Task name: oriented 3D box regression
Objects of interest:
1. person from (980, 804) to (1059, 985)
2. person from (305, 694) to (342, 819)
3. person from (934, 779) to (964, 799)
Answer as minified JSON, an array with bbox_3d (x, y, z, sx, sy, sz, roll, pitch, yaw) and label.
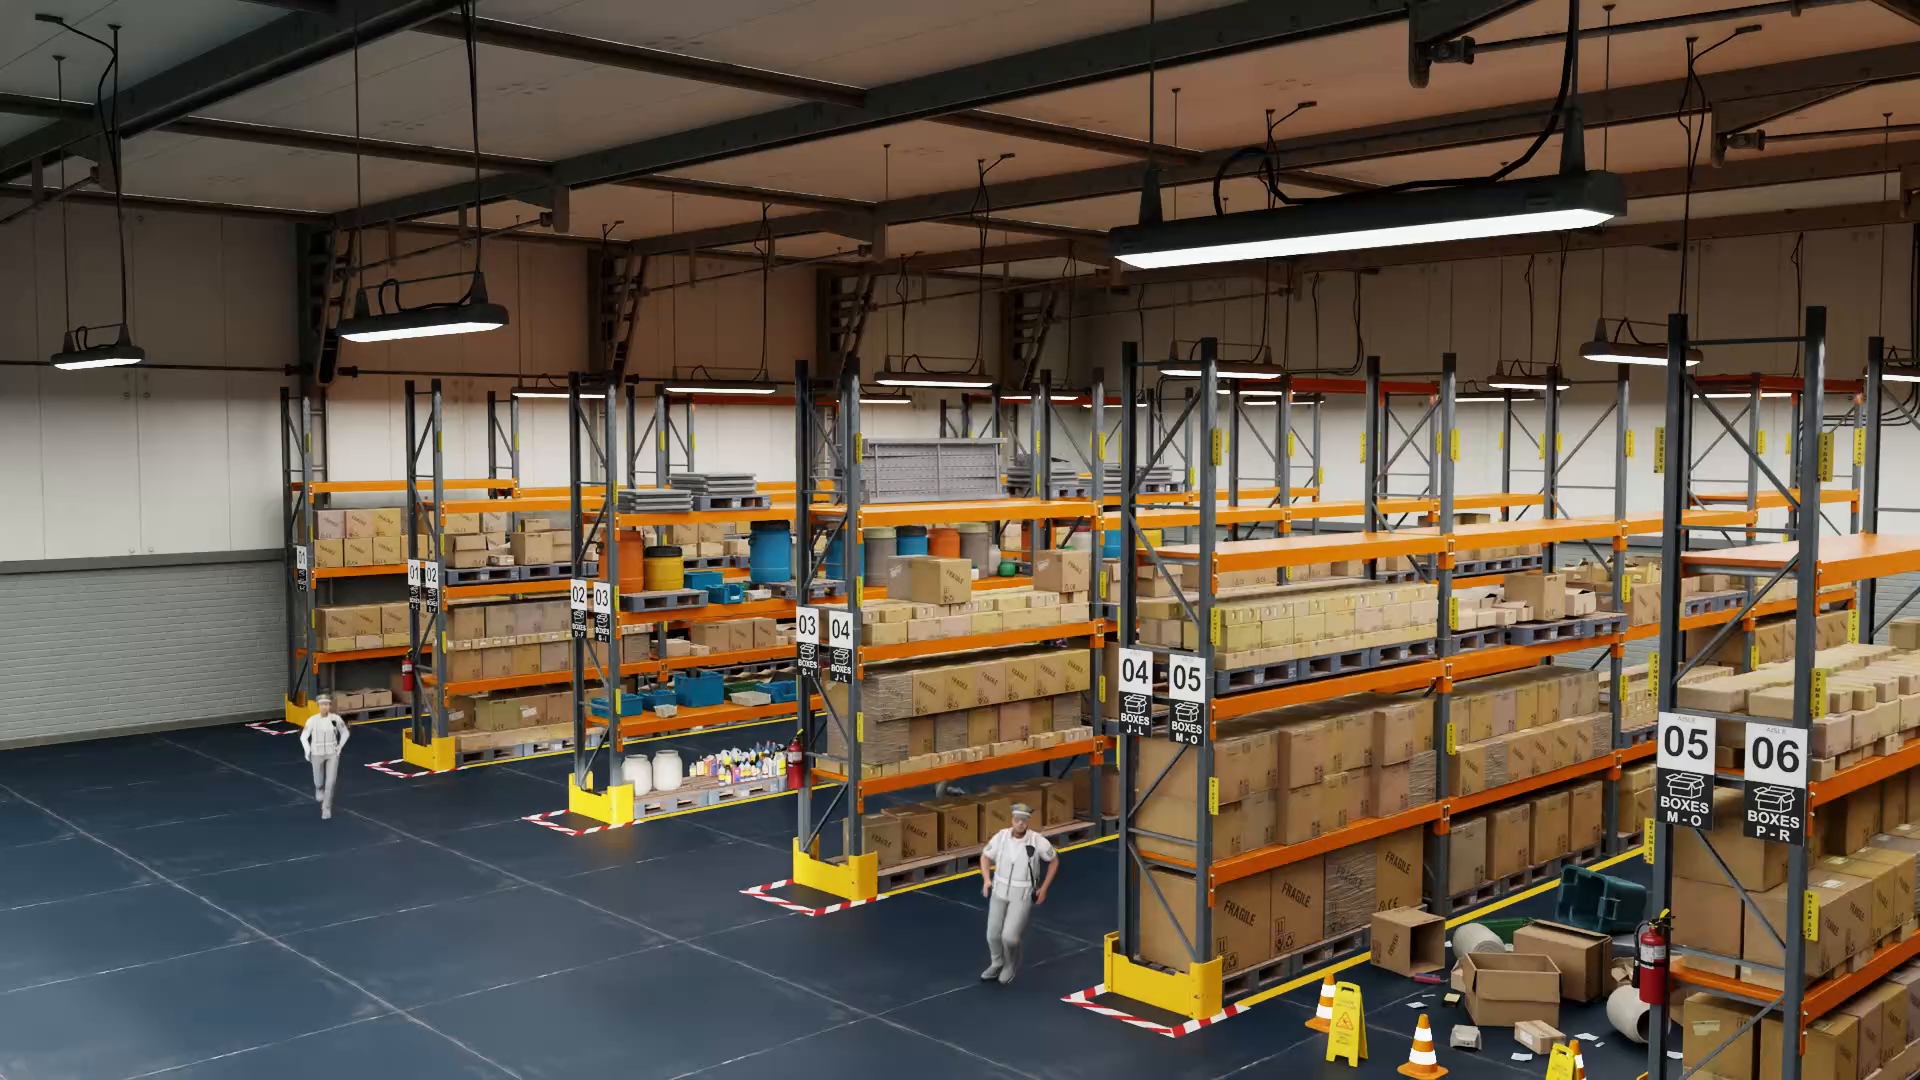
[{"bbox_3d":[0.513,3.310,15.544,0.722,1.734,0.595,1,4,21],"label":"person"},{"bbox_3d":[-8.632,2.911,22.574,0.476,1.663,0.589,-1,4,-22],"label":"person"},{"bbox_3d":[-0.134,2.989,21.978,0.527,1.561,0.694,3,5,41],"label":"person"}]
